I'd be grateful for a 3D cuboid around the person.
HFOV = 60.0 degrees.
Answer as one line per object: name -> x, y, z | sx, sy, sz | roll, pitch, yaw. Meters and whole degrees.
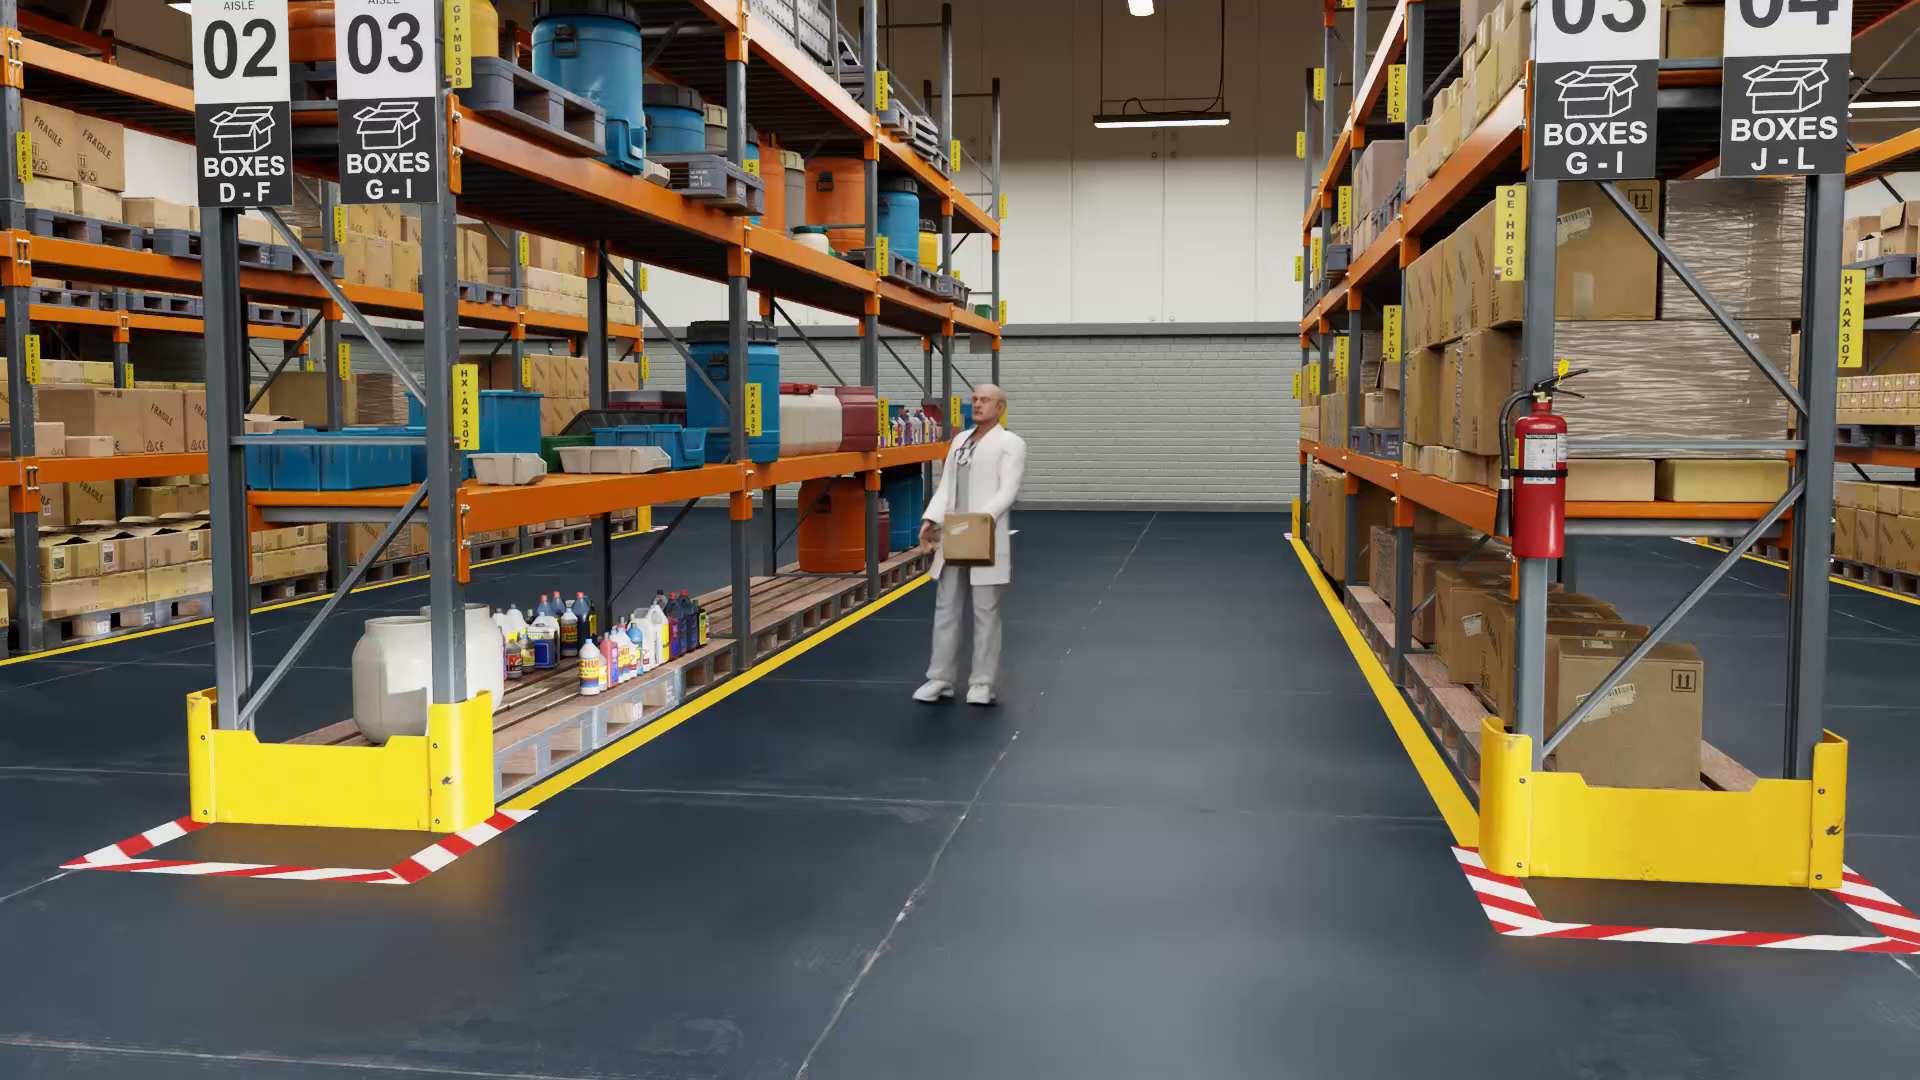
person -> 0.051, 0.017, 9.287 | 0.566, 1.779, 0.540 | 4, 6, 41
